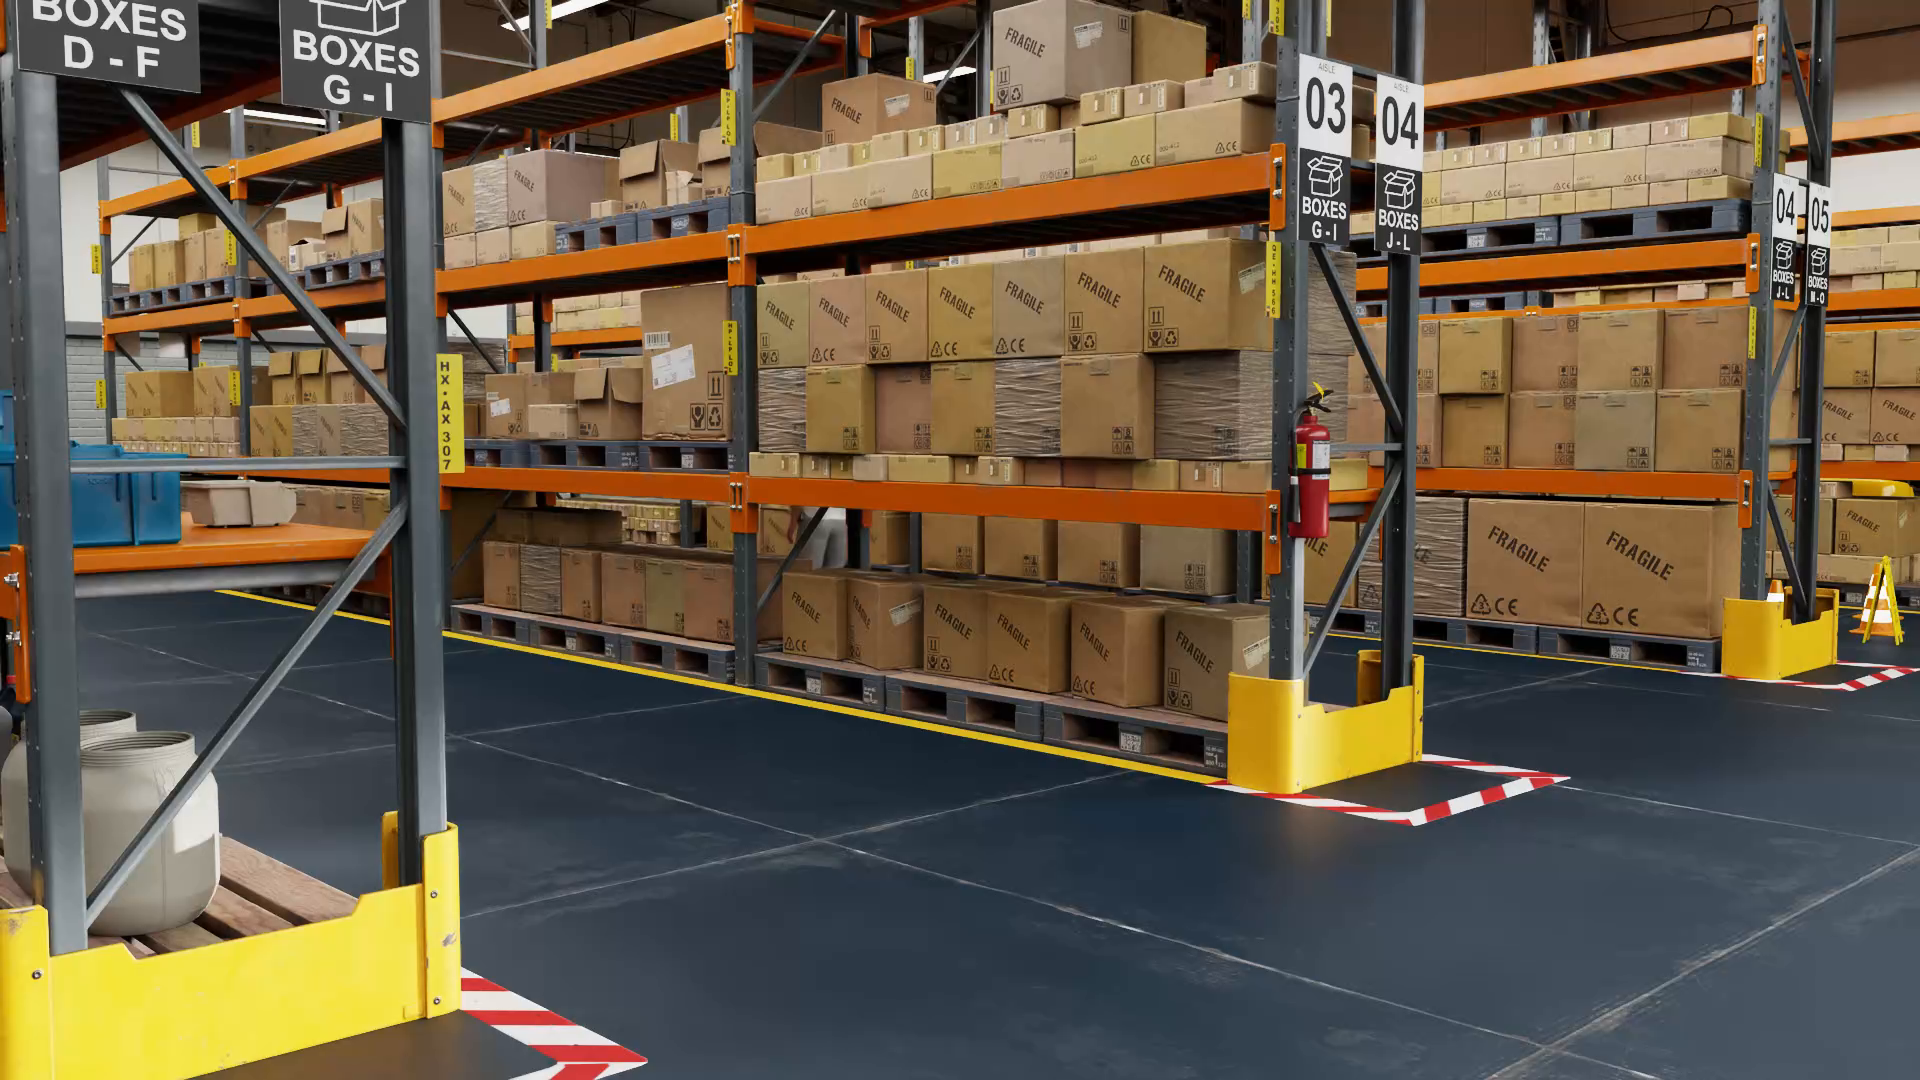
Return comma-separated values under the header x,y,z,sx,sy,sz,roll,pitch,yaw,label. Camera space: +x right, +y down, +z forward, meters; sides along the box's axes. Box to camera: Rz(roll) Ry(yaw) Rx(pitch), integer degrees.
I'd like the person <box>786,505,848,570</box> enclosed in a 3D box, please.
x,y,z,sx,sy,sz,roll,pitch,yaw,label
-1.072,-0.127,12.644,0.407,1.787,0.538,4,5,45,person
